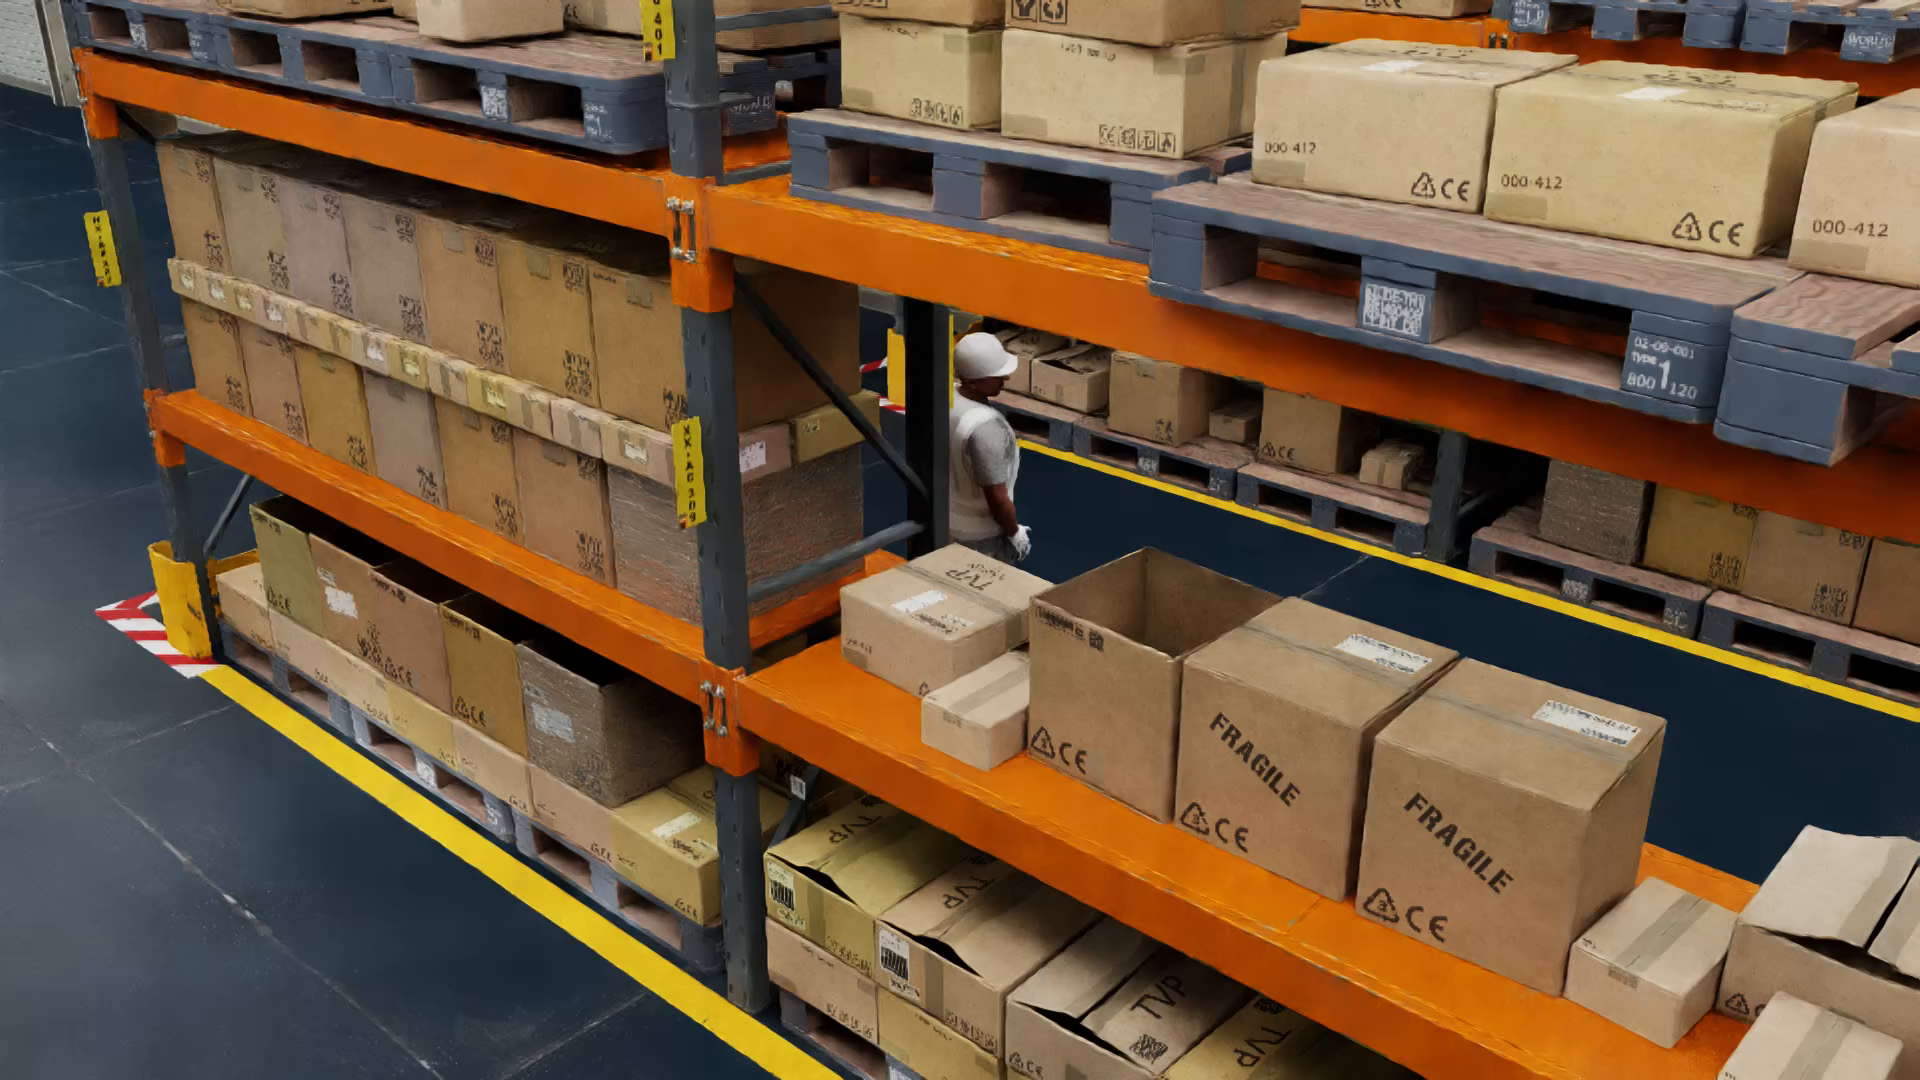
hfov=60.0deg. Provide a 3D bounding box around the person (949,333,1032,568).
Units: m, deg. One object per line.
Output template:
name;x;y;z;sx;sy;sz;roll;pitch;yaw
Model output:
person;0.073;-0.071;7.243;0.415;1.783;0.629;-13;27;-27
